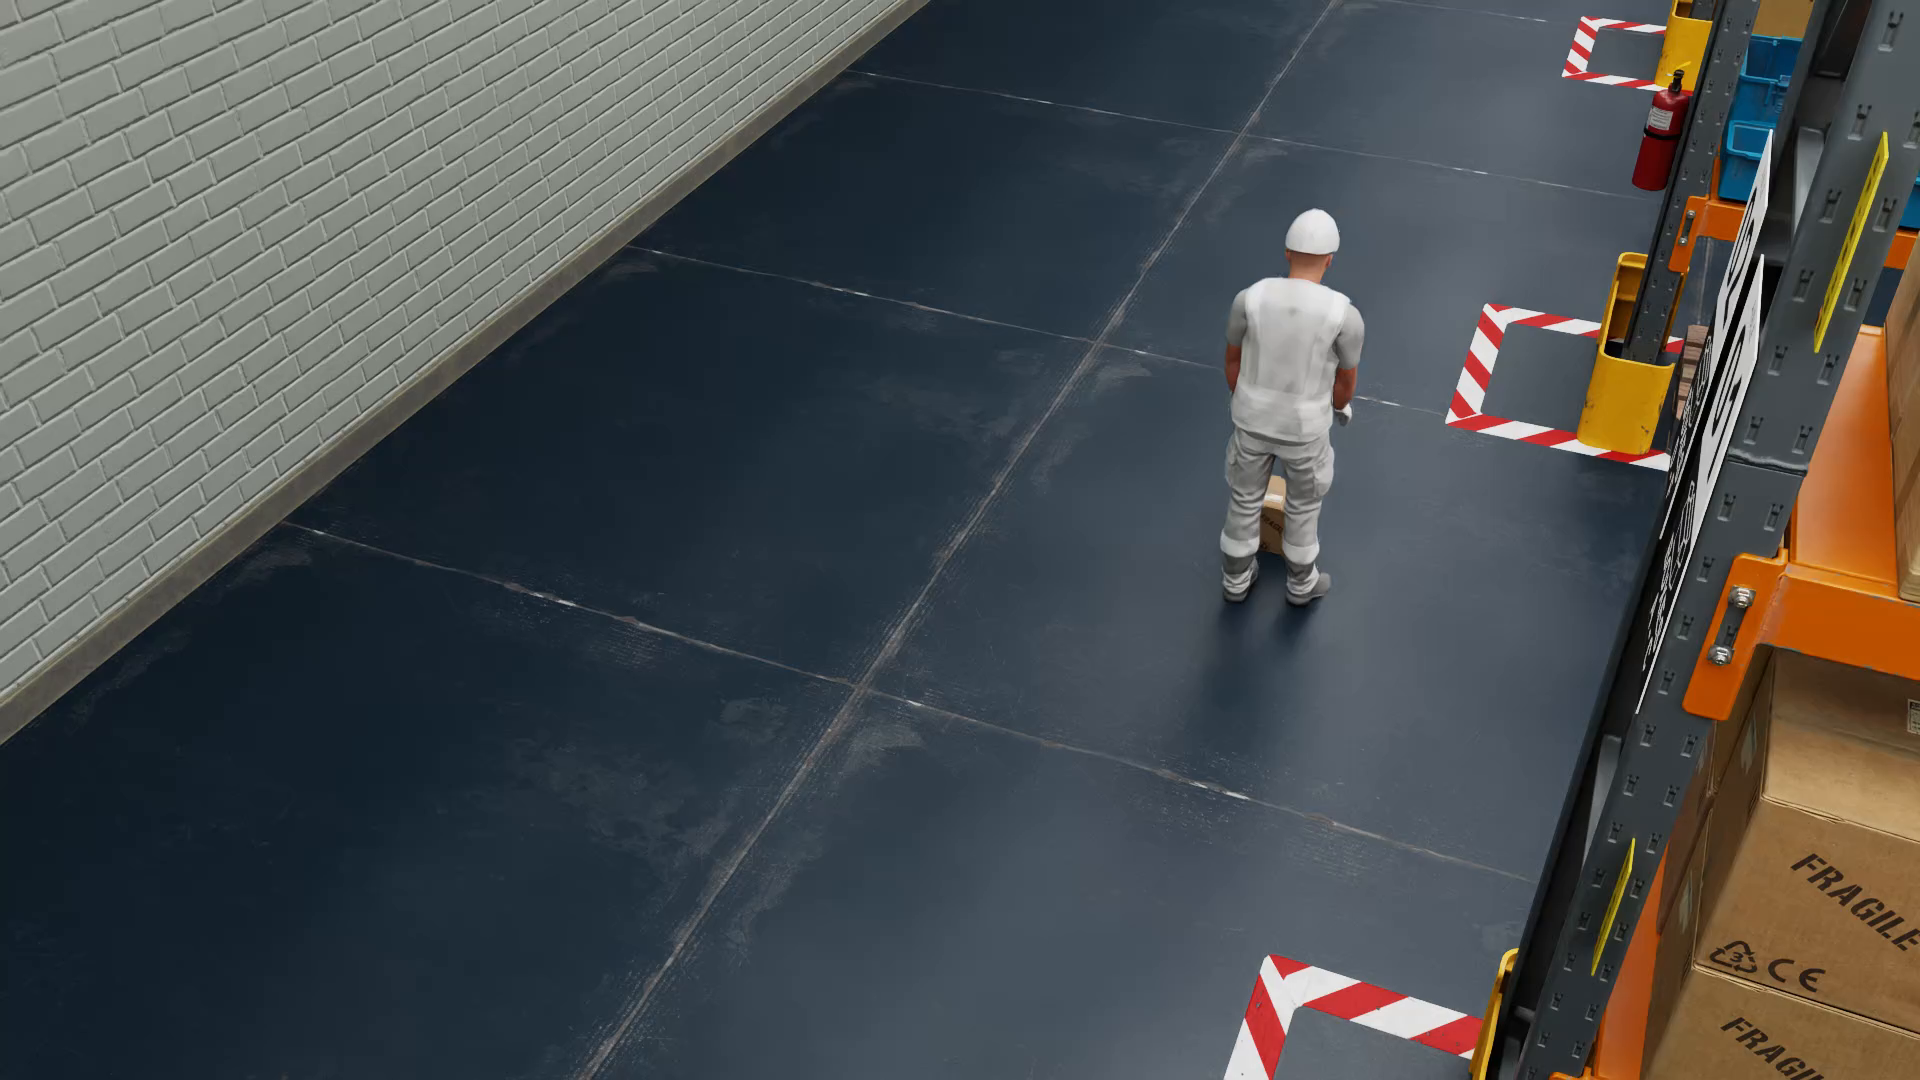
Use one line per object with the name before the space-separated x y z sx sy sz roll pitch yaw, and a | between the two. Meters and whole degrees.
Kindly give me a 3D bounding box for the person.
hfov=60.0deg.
person | 1.334 -0.486 6.788 0.560 1.815 0.459 14 39 17
